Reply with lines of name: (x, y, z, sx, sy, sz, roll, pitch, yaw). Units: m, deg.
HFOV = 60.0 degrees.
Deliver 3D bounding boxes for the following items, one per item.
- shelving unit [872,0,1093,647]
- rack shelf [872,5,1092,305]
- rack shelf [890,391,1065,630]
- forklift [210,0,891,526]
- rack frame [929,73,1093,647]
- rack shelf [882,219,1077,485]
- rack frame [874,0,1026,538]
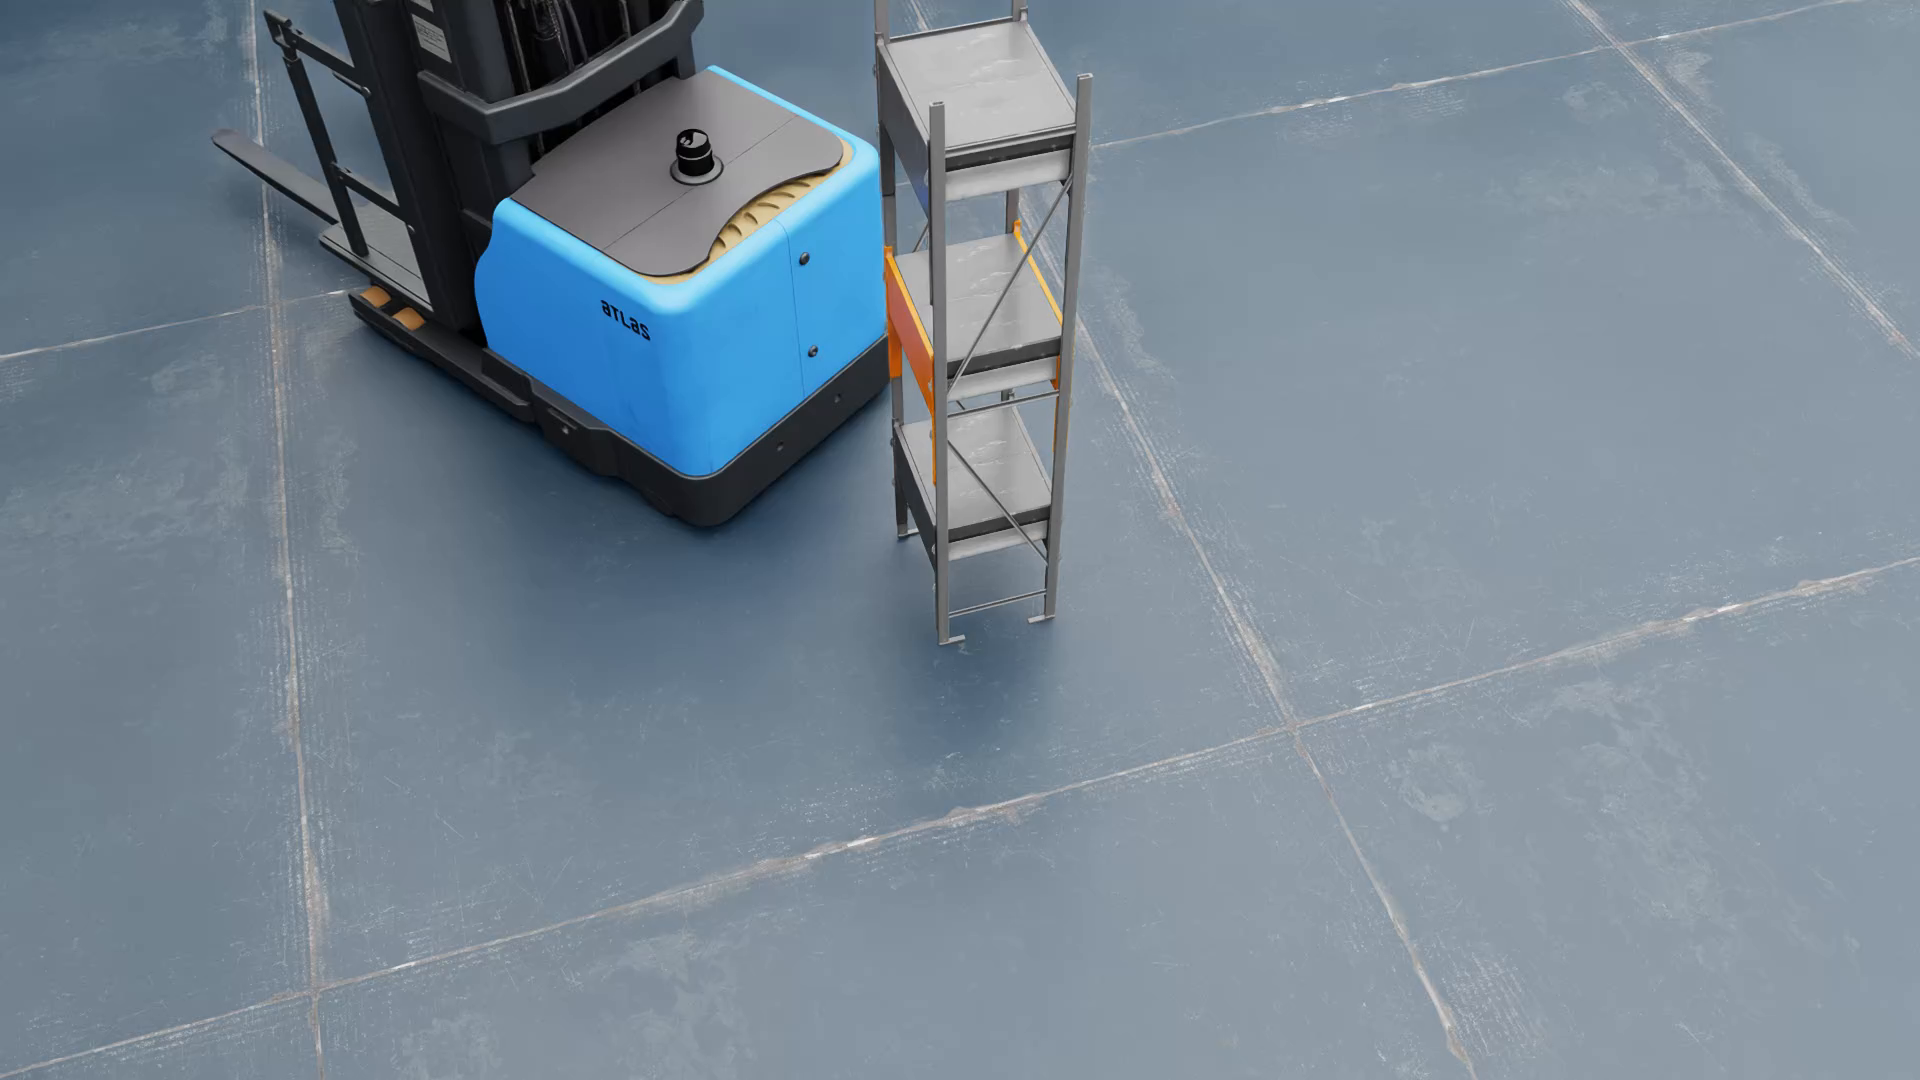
shelving unit: (0.049, -0.556, 4.845, 0.431, 2.100, 0.503, -13, 51, -11)
rack shelf: (0.049, -0.998, 4.321, 0.431, 0.518, 0.480, -13, 51, -11)
rack shelf: (0.049, -0.096, 5.391, 0.431, 0.518, 0.480, -13, 51, -11)
forklift: (-1.710, -1.949, 5.476, 3.031, 2.935, 1.130, 32, 57, 24)
rack frame: (0.121, -0.378, 4.695, 0.400, 2.100, 0.015, -13, 51, -11)
rack shelf: (0.049, -0.547, 4.856, 0.431, 0.518, 0.480, -13, 51, -11)
rack frame: (-0.023, -0.734, 4.996, 0.400, 2.100, 0.015, -13, 51, -11)
